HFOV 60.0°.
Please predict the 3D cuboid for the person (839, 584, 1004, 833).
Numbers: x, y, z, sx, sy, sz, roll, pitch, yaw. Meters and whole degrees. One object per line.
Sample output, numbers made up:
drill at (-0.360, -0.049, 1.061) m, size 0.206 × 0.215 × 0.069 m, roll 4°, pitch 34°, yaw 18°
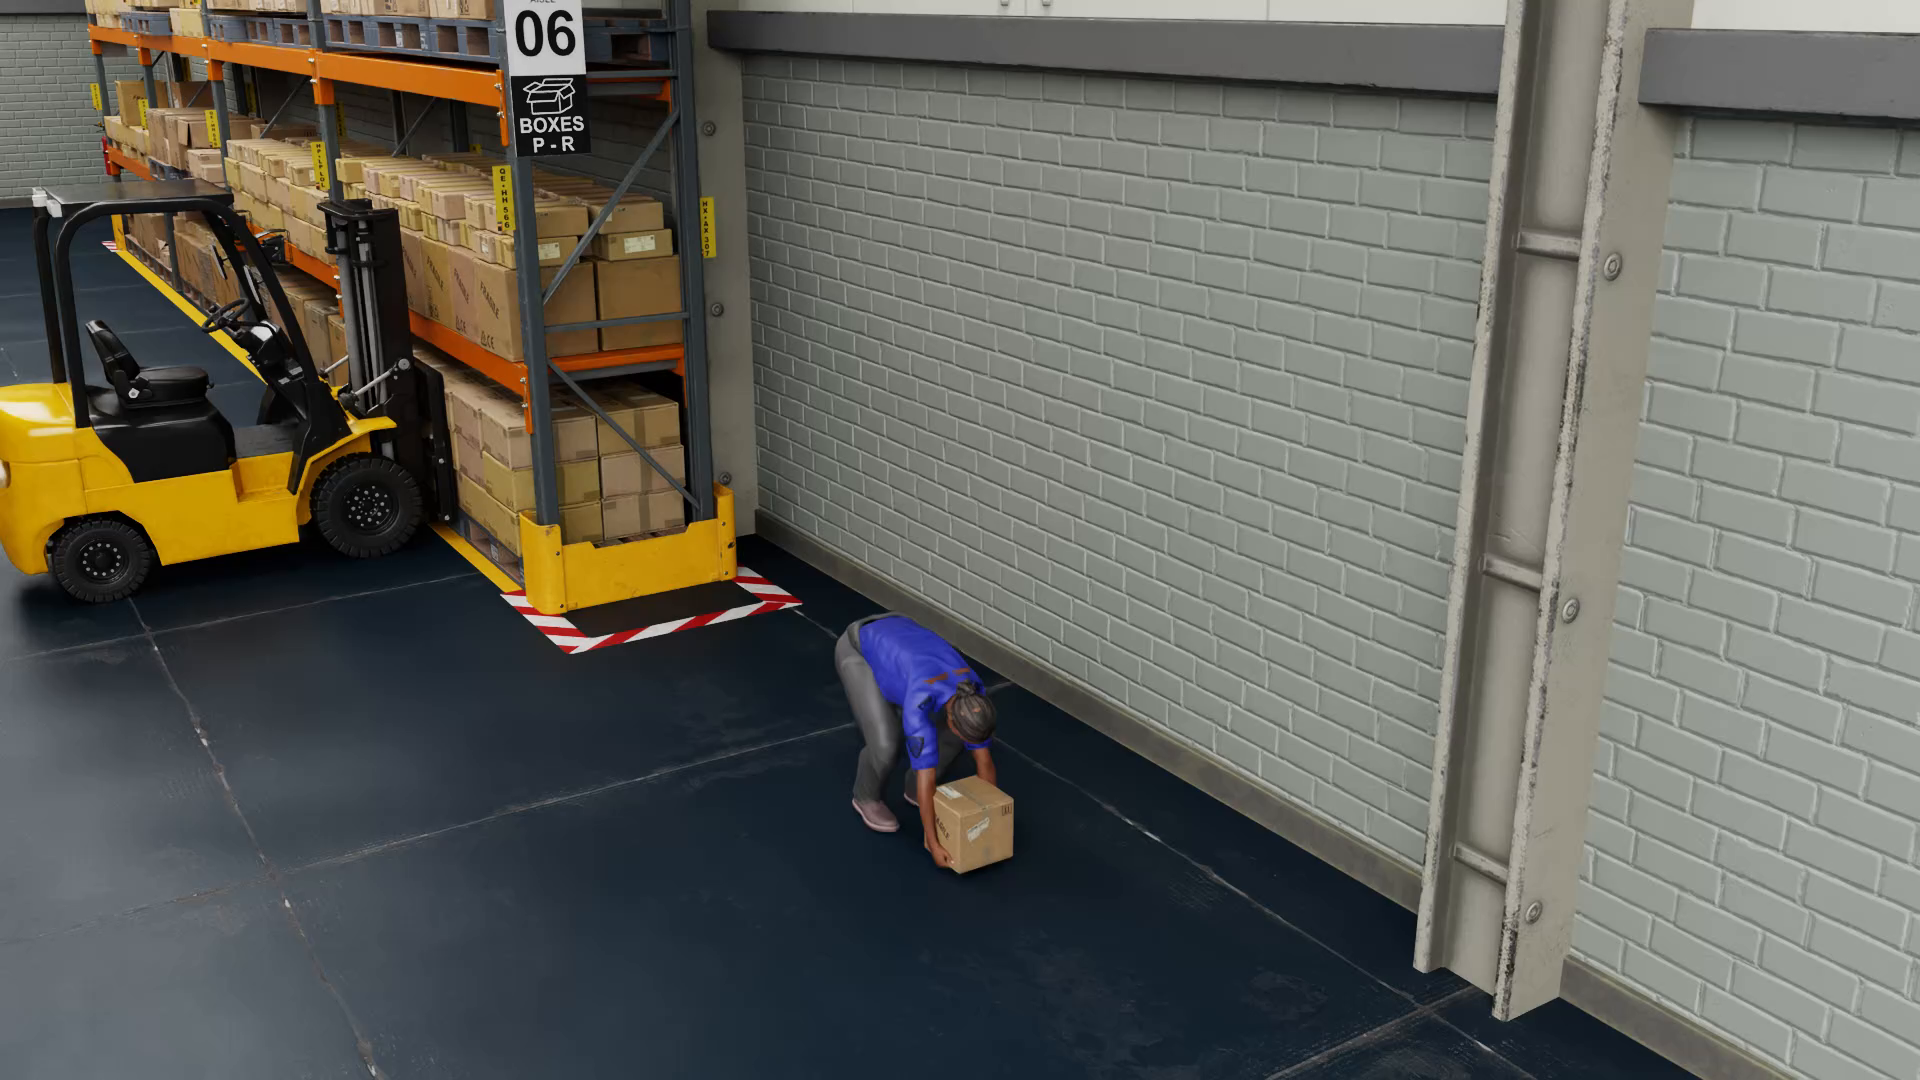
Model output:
person at (-0.130, 0.699, 6.512) m, size 0.425 × 0.991 × 0.878 m, roll -13°, pitch 22°, yaw -34°
